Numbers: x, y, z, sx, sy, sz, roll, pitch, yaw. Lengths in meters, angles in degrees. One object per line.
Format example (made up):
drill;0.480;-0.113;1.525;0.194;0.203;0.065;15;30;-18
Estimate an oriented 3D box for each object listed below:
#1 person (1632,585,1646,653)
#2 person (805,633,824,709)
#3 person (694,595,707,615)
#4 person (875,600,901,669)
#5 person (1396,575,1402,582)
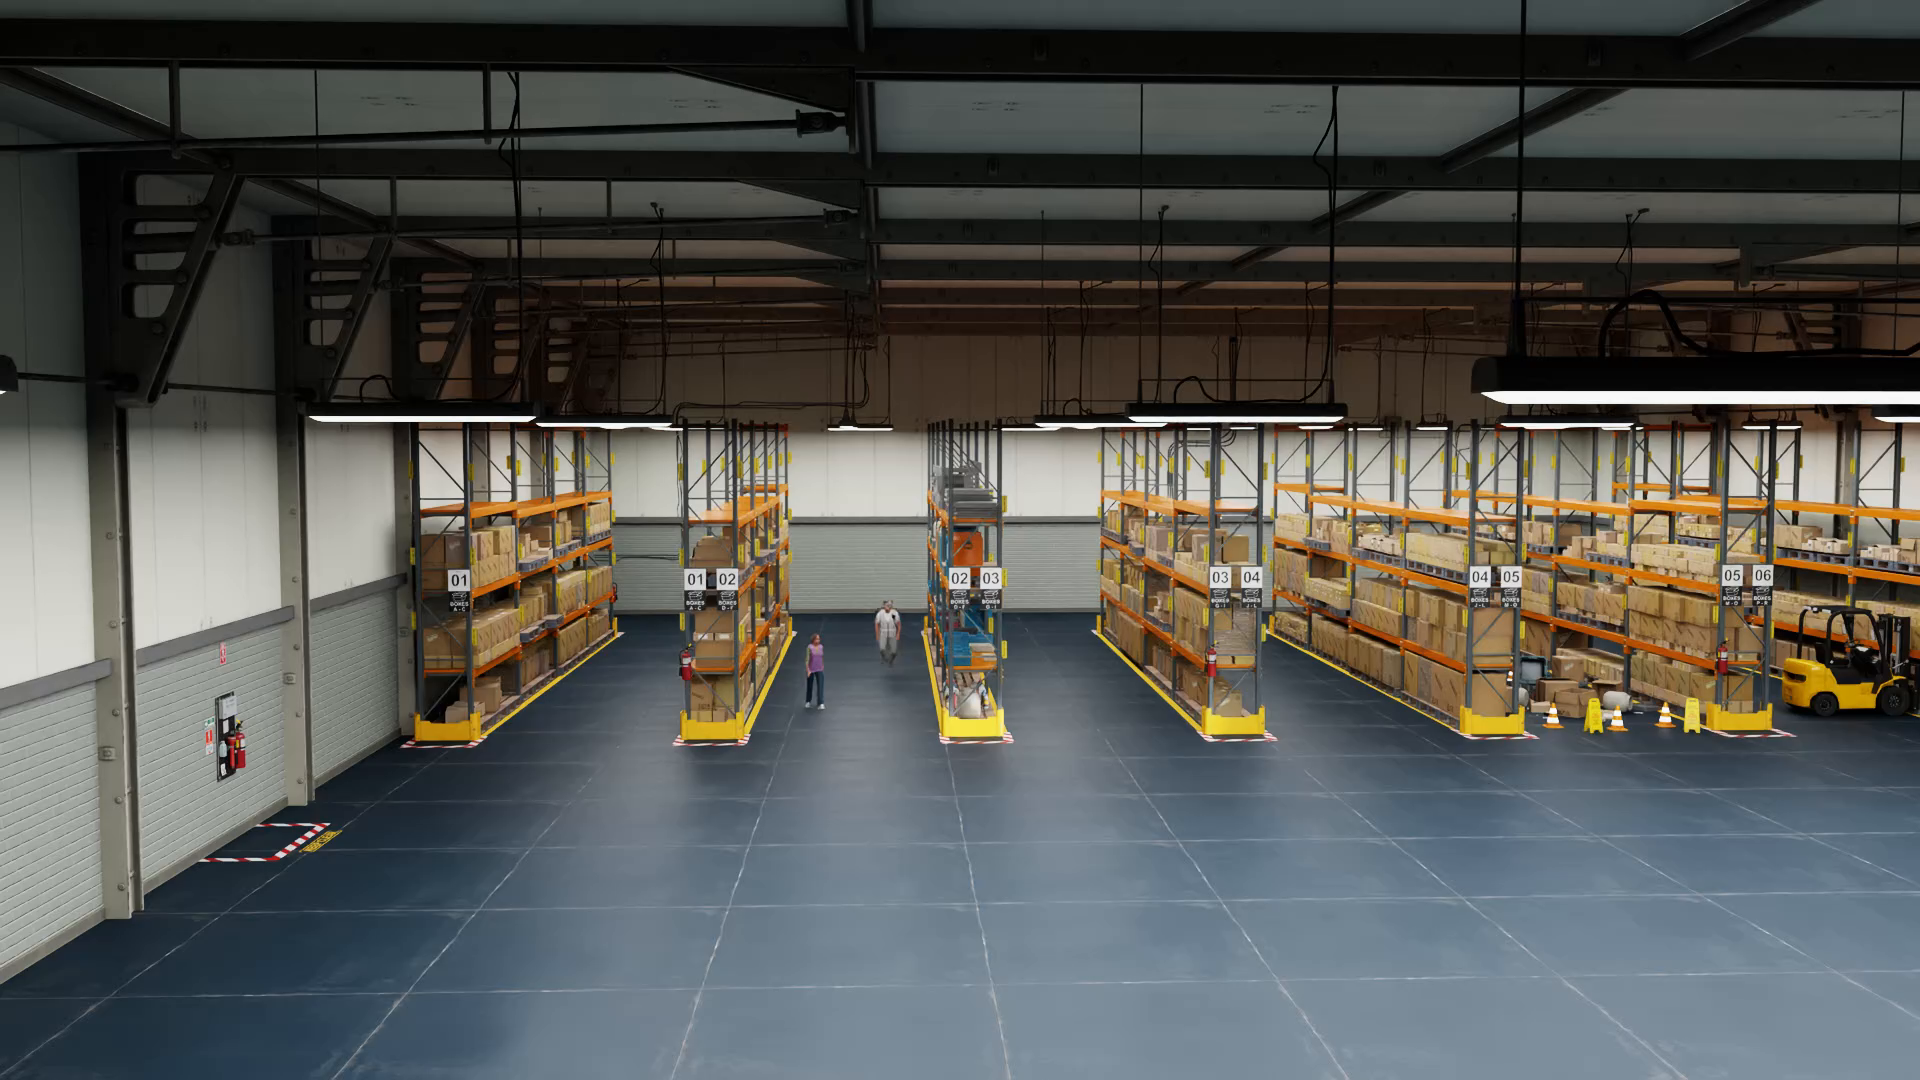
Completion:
person;17.828;2.056;43.287;0.519;1.782;0.537;-2;4;-25
person;-2.992;2.720;34.419;0.450;1.572;0.809;-1;4;-22
person;-6.752;2.115;43.945;0.532;1.608;0.597;0;4;-5
person;-1.707;2.230;39.319;0.612;1.680;0.710;0;4;-6
person;13.267;1.721;49.939;0.555;1.582;0.425;-2;4;-24
